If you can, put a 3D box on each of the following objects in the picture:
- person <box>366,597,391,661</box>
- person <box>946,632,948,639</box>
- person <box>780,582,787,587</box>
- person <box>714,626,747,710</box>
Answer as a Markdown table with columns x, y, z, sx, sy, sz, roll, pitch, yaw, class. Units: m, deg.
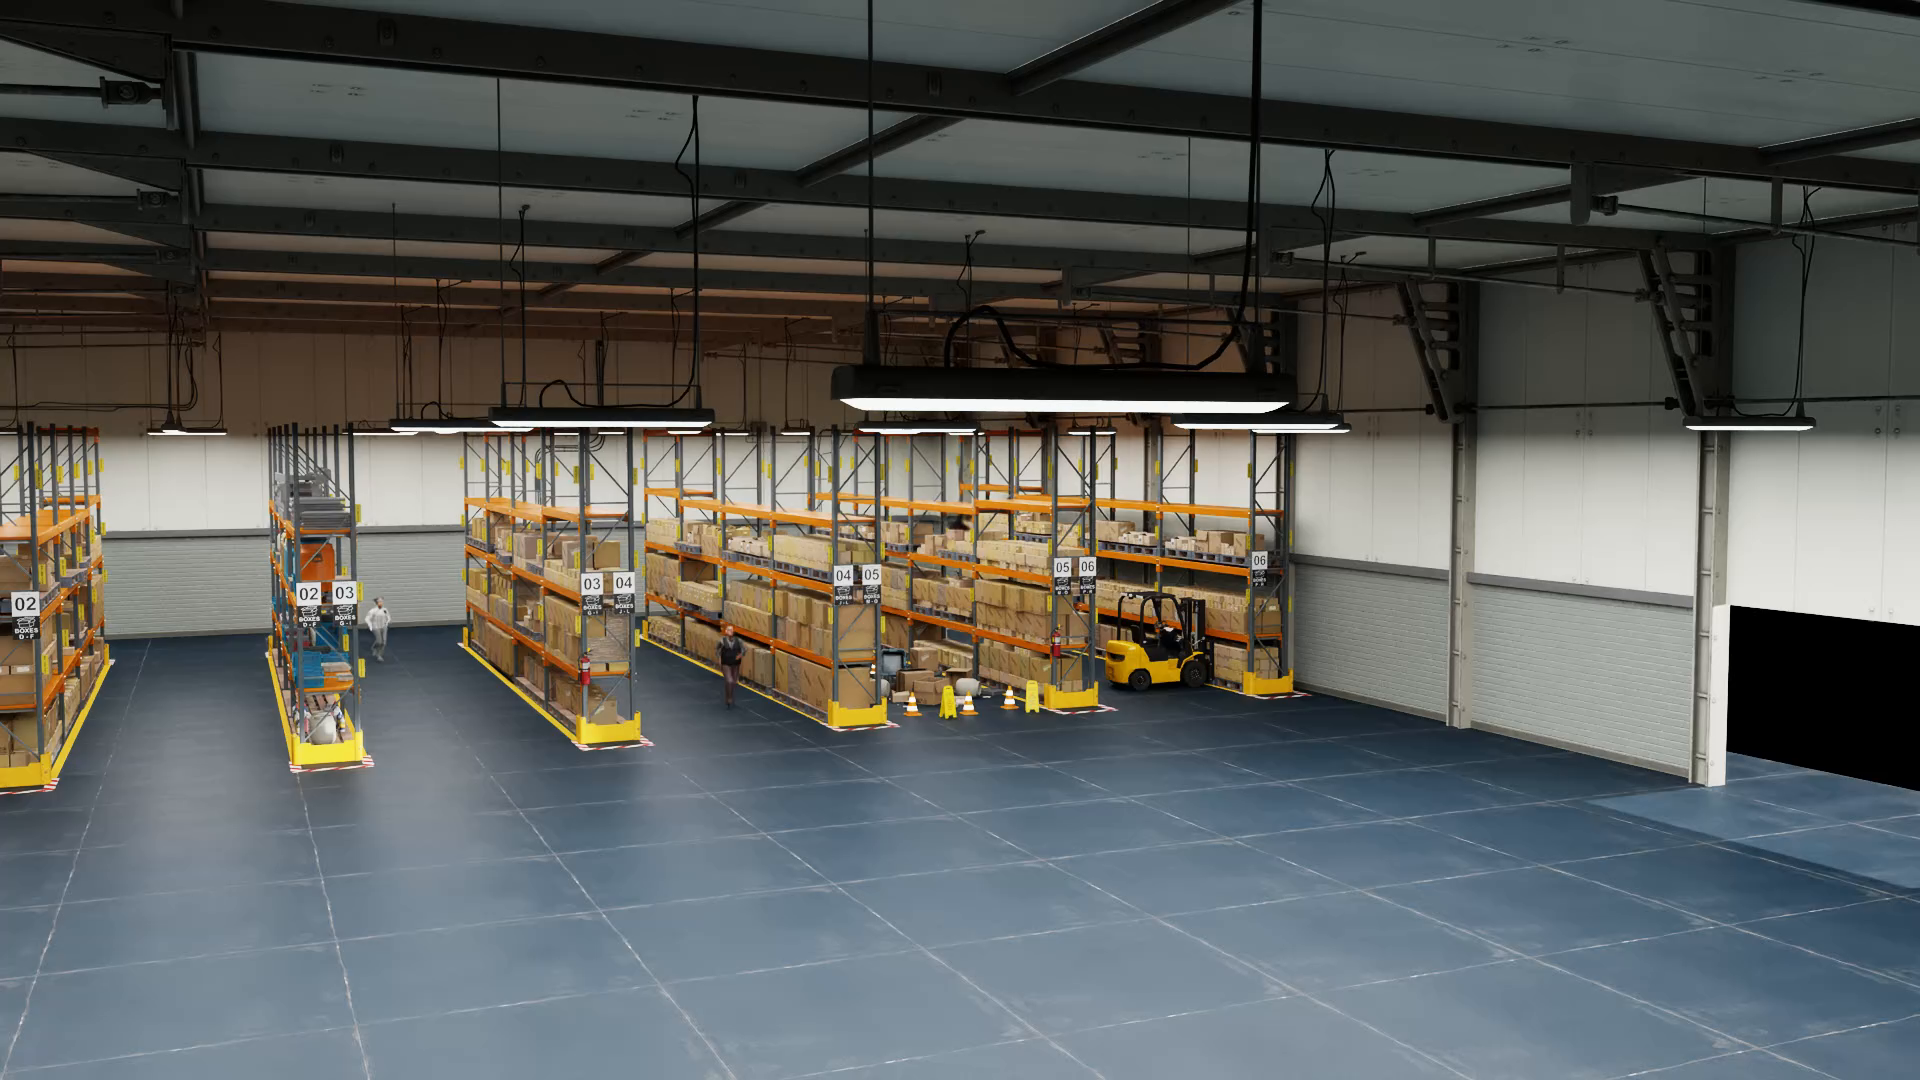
| x | y | z | sx | sy | sz | roll | pitch | yaw | class |
| --- | --- | --- | --- | --- | --- | --- | --- | --- | --- |
| -14.911 | 2.288 | 42.770 | 0.608 | 1.647 | 0.543 | -3 | 4 | -39 | person |
| -0.469 | 2.040 | 45.625 | 0.645 | 1.848 | 0.790 | -2 | 4 | -32 | person |
| -4.833 | 2.025 | 45.803 | 0.718 | 1.761 | 0.965 | -3 | 5 | -40 | person |
| -4.875 | 2.700 | 35.405 | 0.650 | 1.768 | 0.814 | -1 | 4 | -22 | person |
